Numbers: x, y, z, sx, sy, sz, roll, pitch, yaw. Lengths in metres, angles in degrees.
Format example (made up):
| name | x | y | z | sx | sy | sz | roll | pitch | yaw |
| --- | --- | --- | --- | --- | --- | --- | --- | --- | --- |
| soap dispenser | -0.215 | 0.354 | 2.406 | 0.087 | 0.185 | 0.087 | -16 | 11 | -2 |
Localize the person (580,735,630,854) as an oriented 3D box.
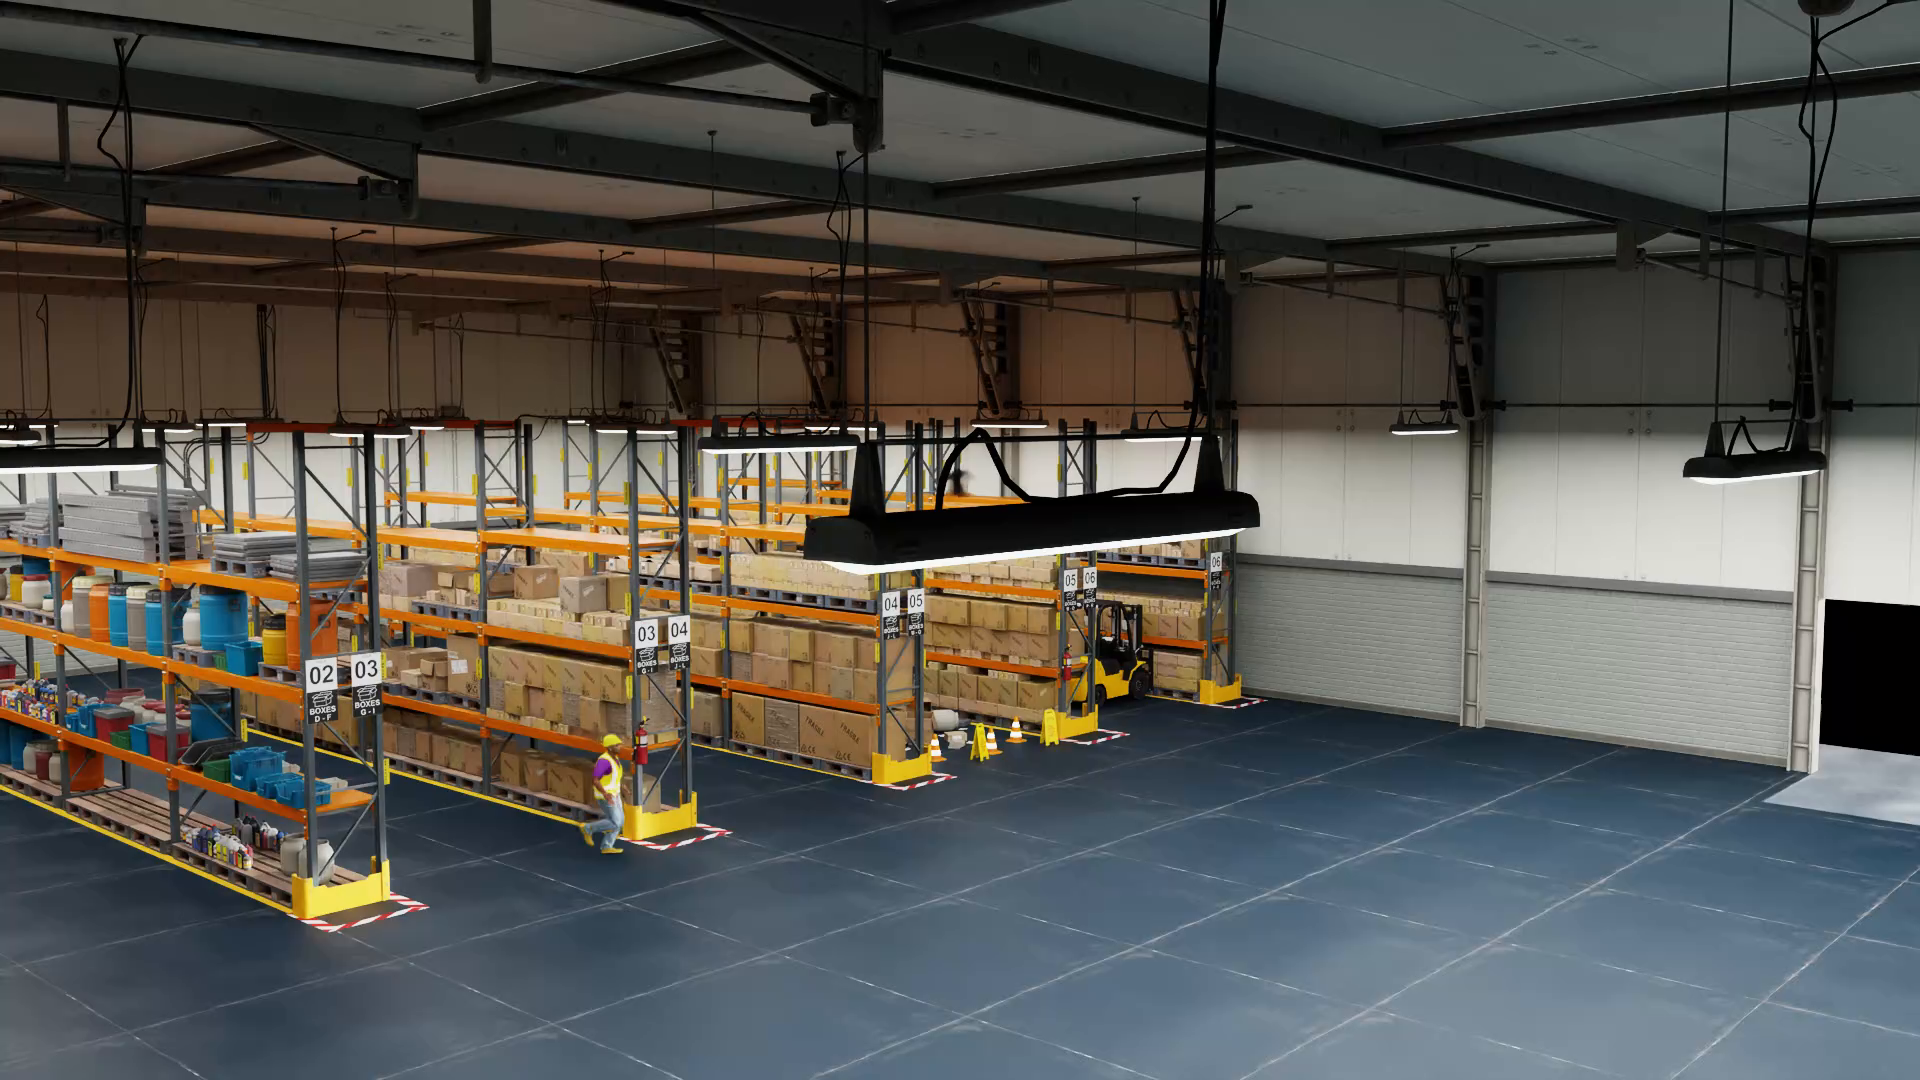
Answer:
| name | x | y | z | sx | sy | sz | roll | pitch | yaw |
| --- | --- | --- | --- | --- | --- | --- | --- | --- | --- |
| person | -5.003 | 3.575 | 23.371 | 0.613 | 1.701 | 0.690 | 0 | 5 | 6 |
